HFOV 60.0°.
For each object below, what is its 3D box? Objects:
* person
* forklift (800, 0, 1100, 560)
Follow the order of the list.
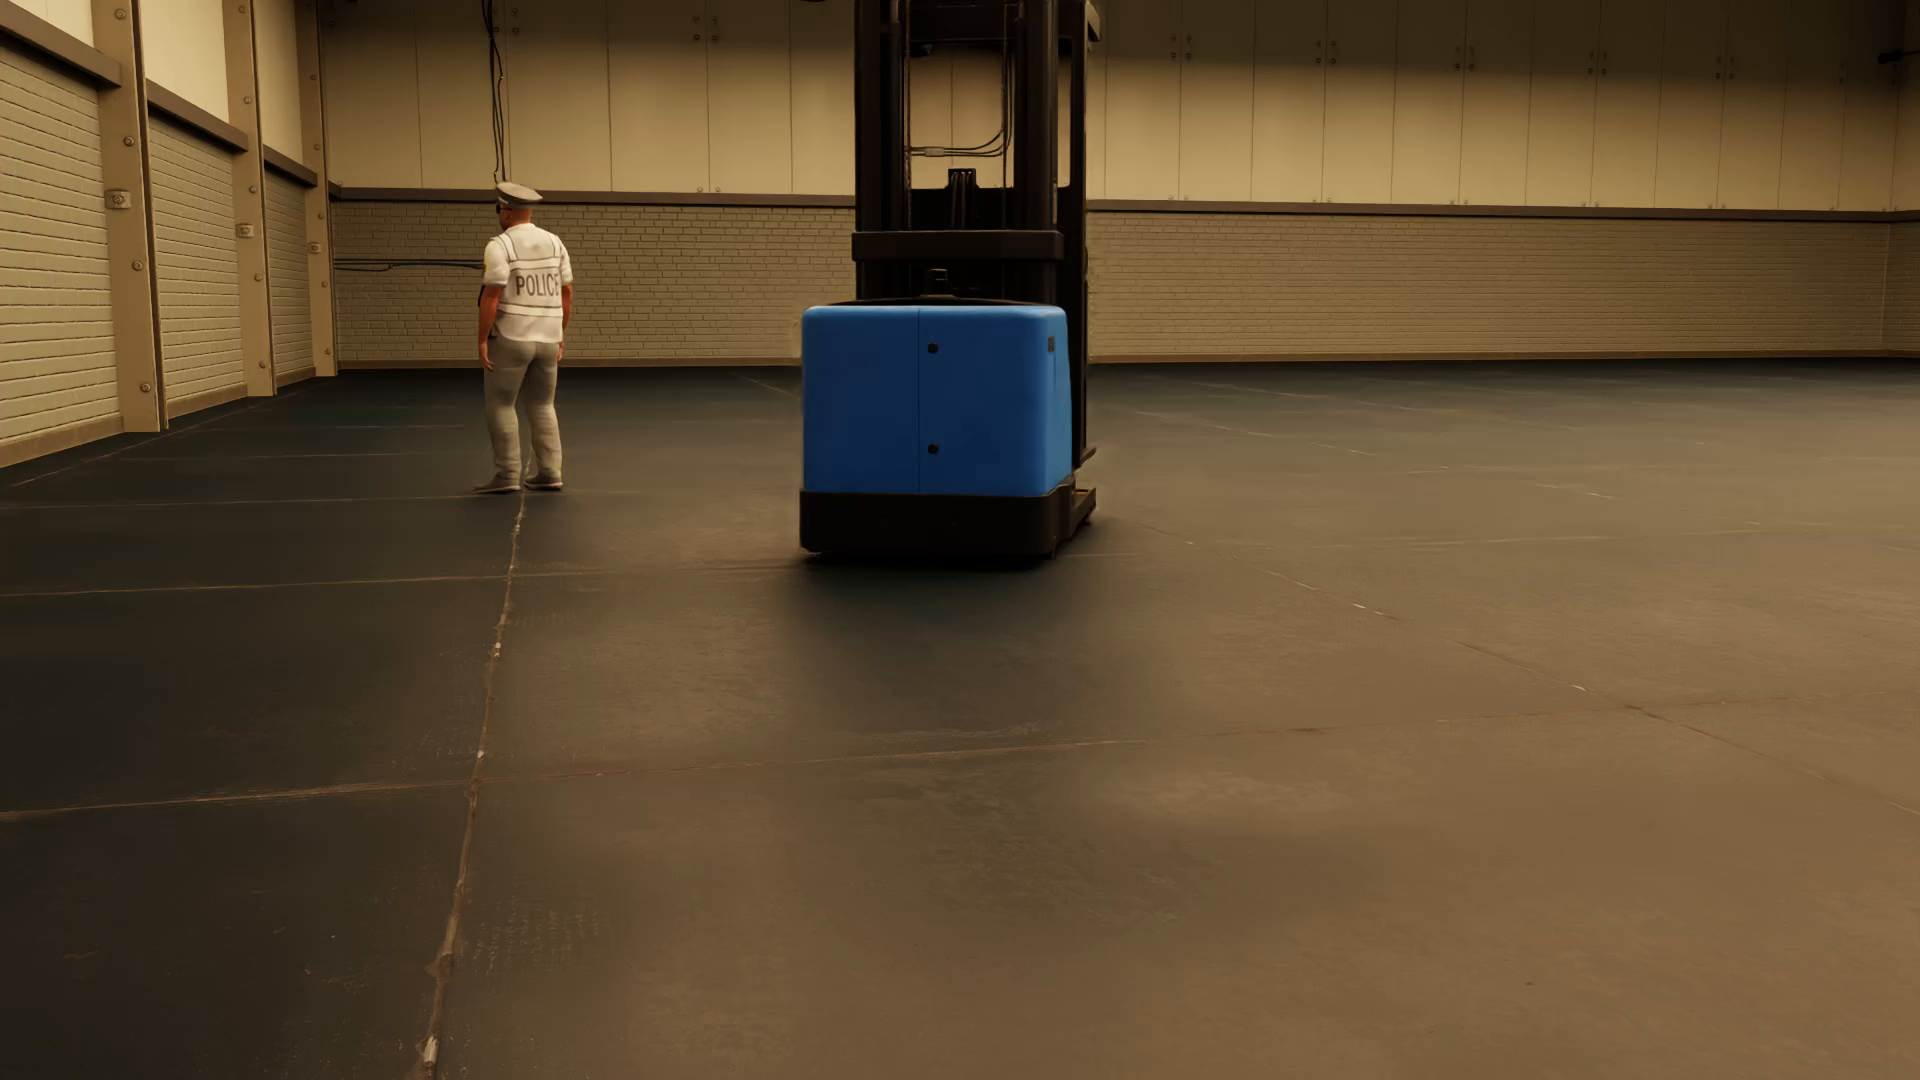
[{"bbox_3d":[-2.555,-1.157,9.620,0.492,1.796,0.624,7,10,40],"label":"person"},{"bbox_3d":[0.089,-1.536,8.104,1.130,2.935,3.031,1,8,10],"label":"forklift"}]
